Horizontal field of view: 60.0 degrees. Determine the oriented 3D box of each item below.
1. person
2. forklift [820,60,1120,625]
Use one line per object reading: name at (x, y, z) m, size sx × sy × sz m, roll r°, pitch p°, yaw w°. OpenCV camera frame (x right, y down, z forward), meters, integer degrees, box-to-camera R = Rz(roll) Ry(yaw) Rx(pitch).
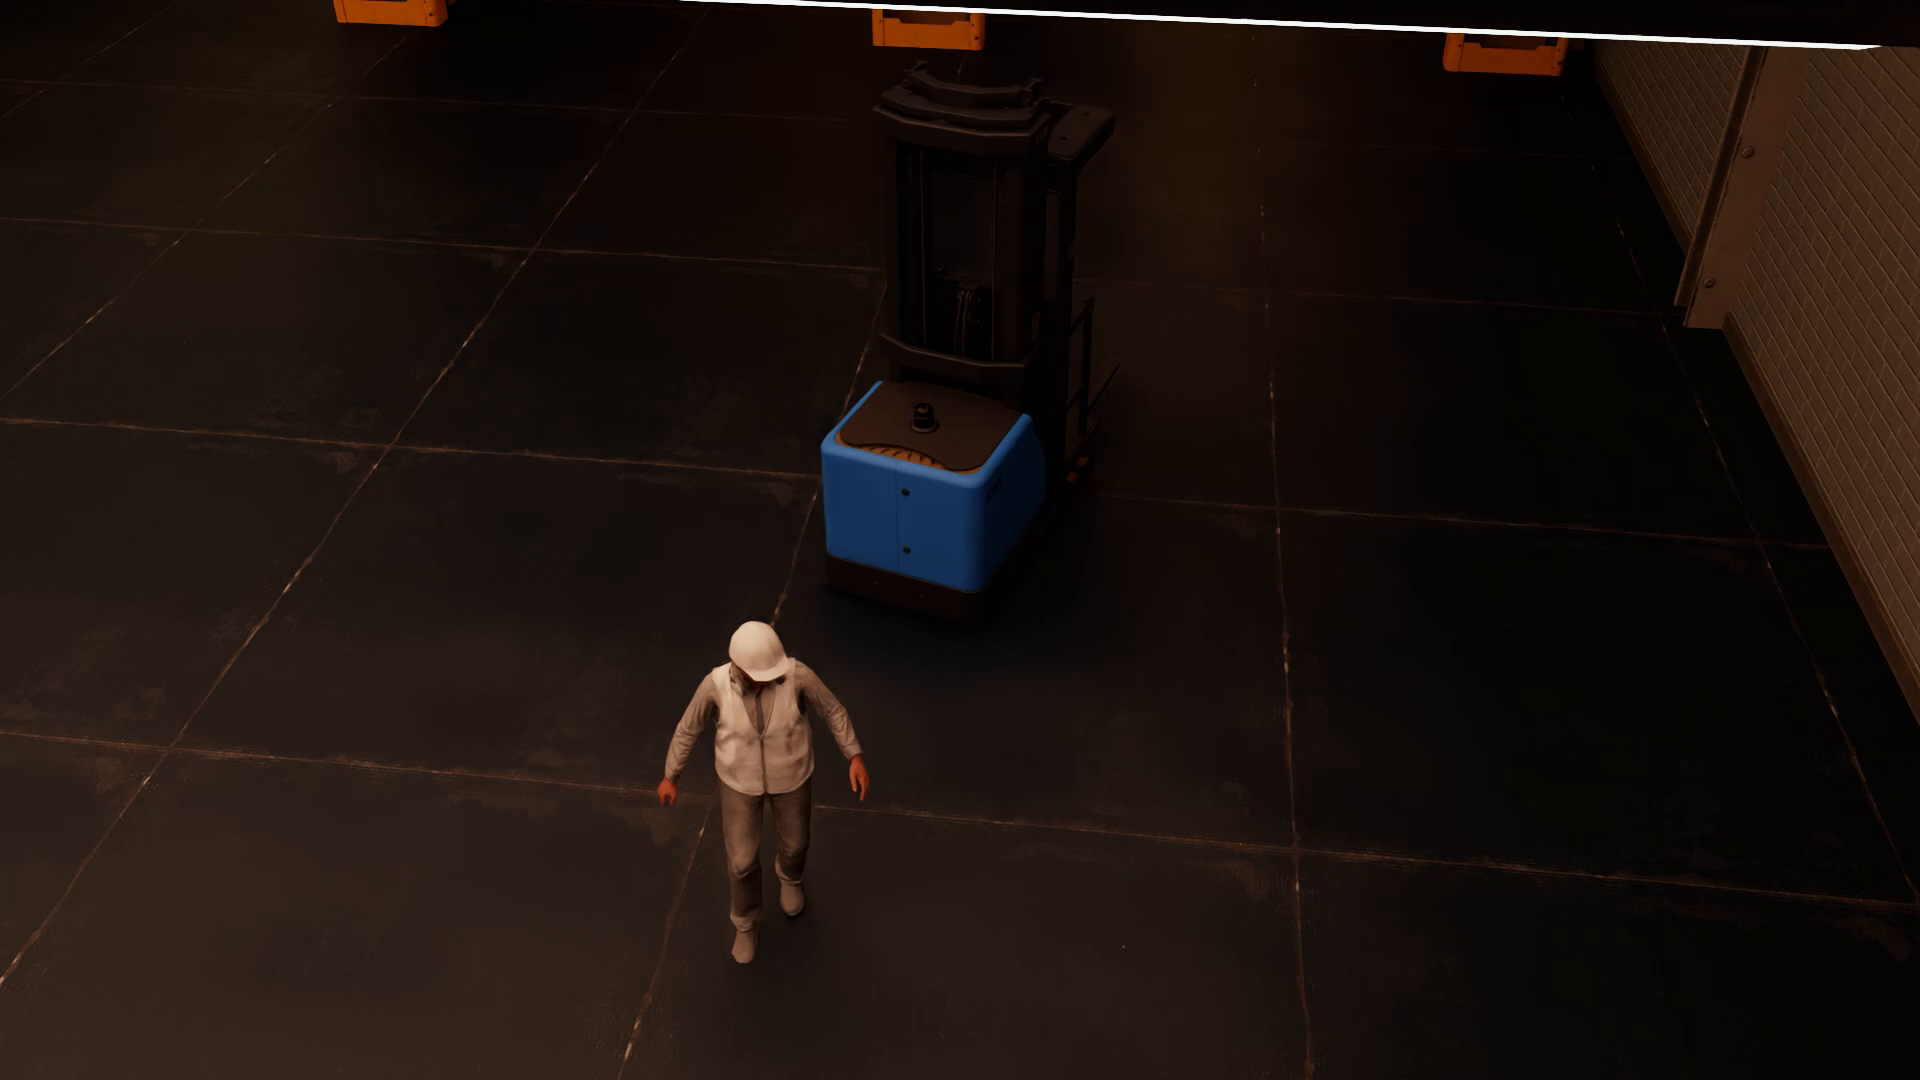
person at (-0.892, 1.133, 7.536) m, size 0.955 × 1.799 × 0.580 m, roll -4°, pitch 37°, yaw -6°
forklift at (0.237, -1.554, 10.137) m, size 1.130 × 2.935 × 3.031 m, roll 14°, pitch 39°, yaw 19°
